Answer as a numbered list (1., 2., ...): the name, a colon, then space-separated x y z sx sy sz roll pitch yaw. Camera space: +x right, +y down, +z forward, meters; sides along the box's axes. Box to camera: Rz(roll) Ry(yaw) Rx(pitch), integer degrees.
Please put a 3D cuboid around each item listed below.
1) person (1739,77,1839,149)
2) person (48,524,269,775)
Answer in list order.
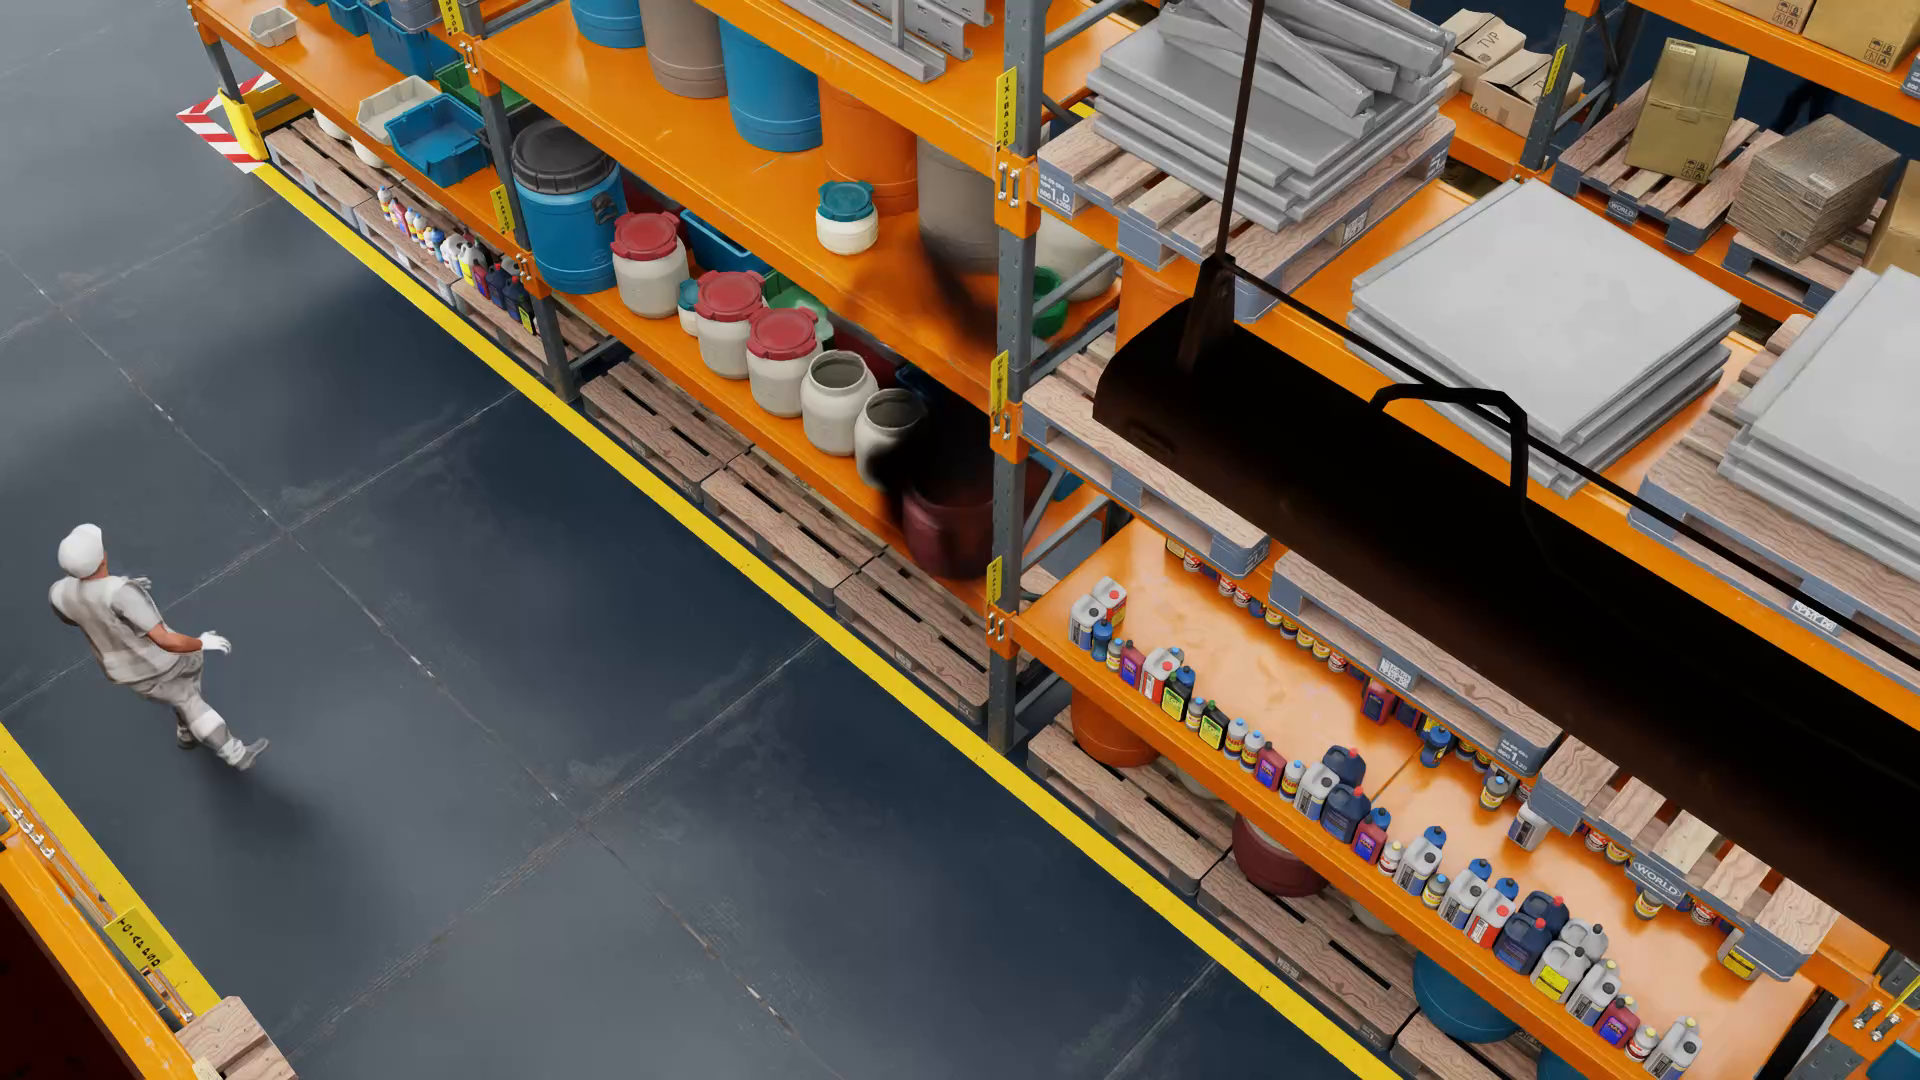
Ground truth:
1. person: 6.374 -3.393 12.163 0.887 1.594 0.548 26 55 20
2. person: -4.170 0.630 8.620 0.784 1.733 0.711 -10 51 -8
